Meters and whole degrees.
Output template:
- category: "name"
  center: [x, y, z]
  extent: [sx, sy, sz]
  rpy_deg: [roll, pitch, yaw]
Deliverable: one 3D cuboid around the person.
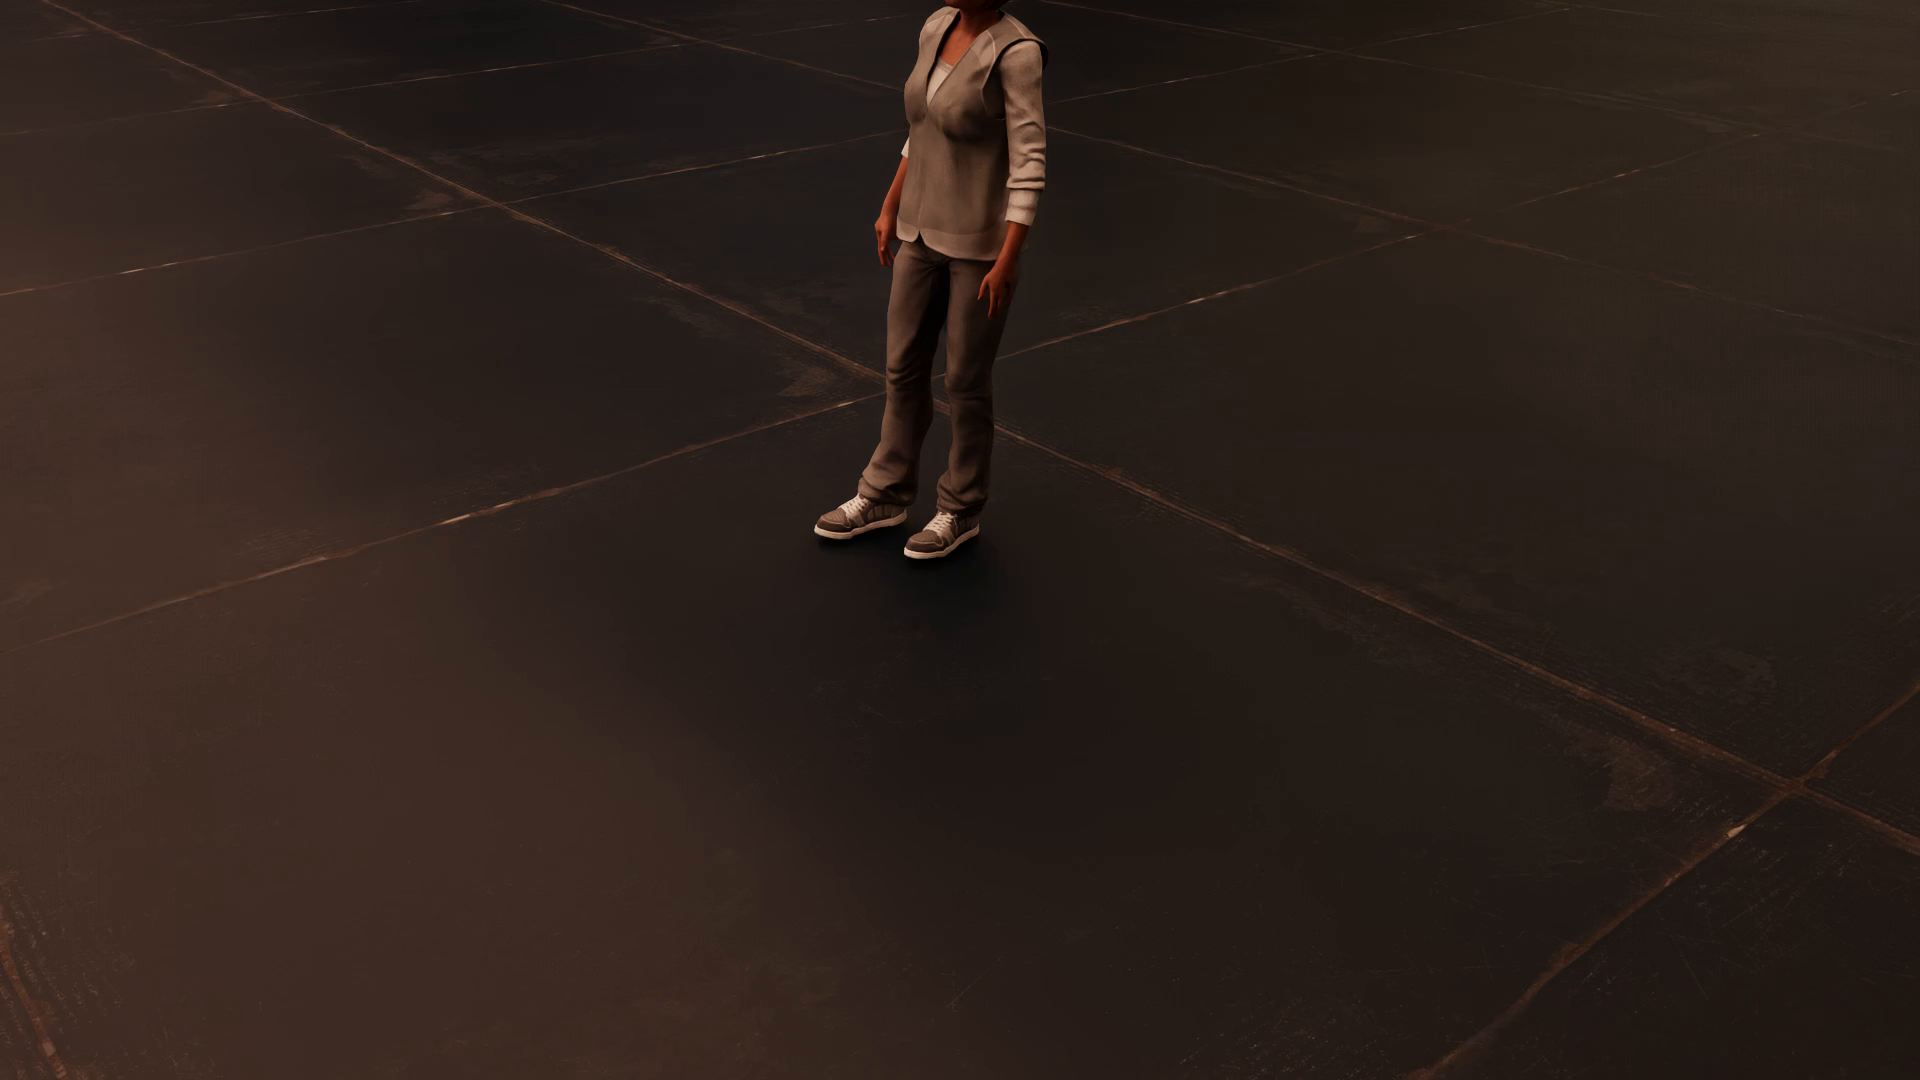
- category: "person"
  center: [-0.065, -0.706, 4.110]
  extent: [0.475, 1.597, 0.520]
  rpy_deg: [-20, 33, -35]
